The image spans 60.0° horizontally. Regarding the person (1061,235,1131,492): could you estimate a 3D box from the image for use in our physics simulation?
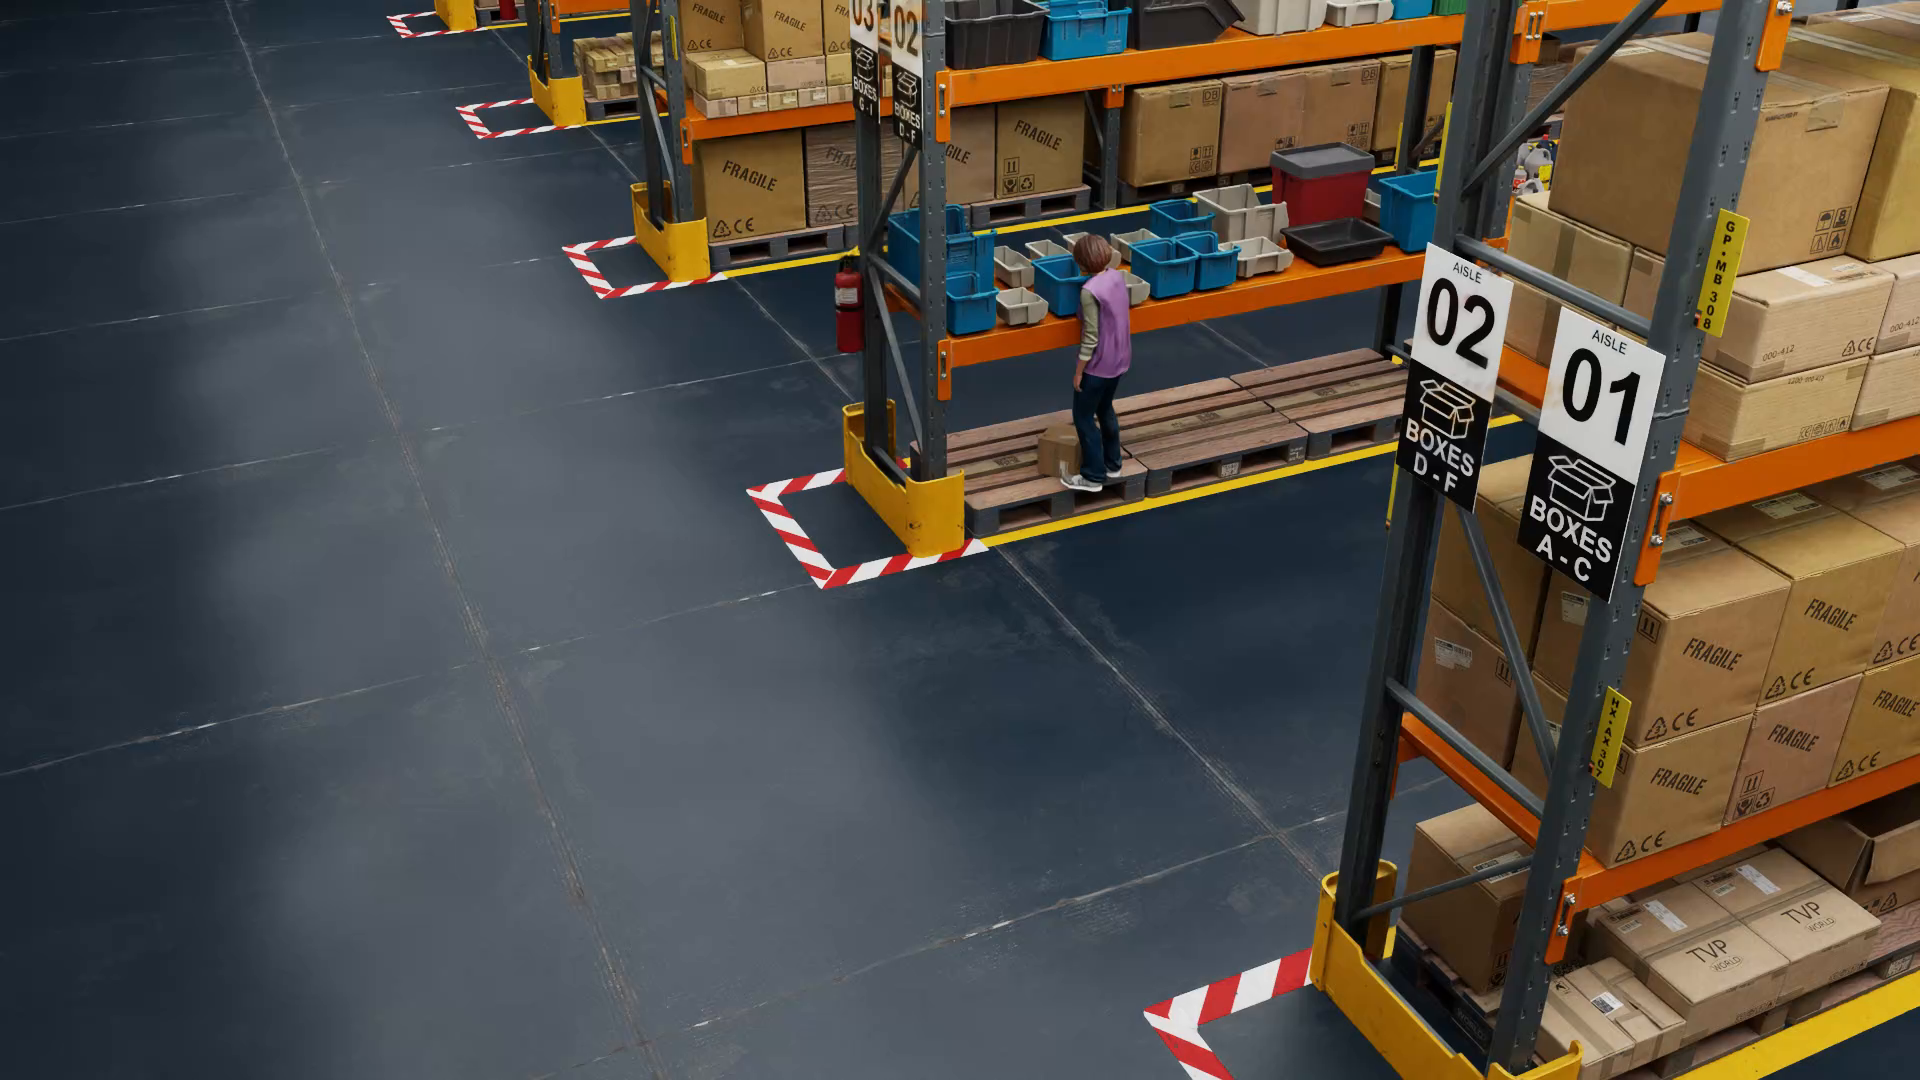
[{"bbox_3d":[0.825,-1.040,9.848,0.347,1.590,0.482,19,35,29],"label":"person"}]
